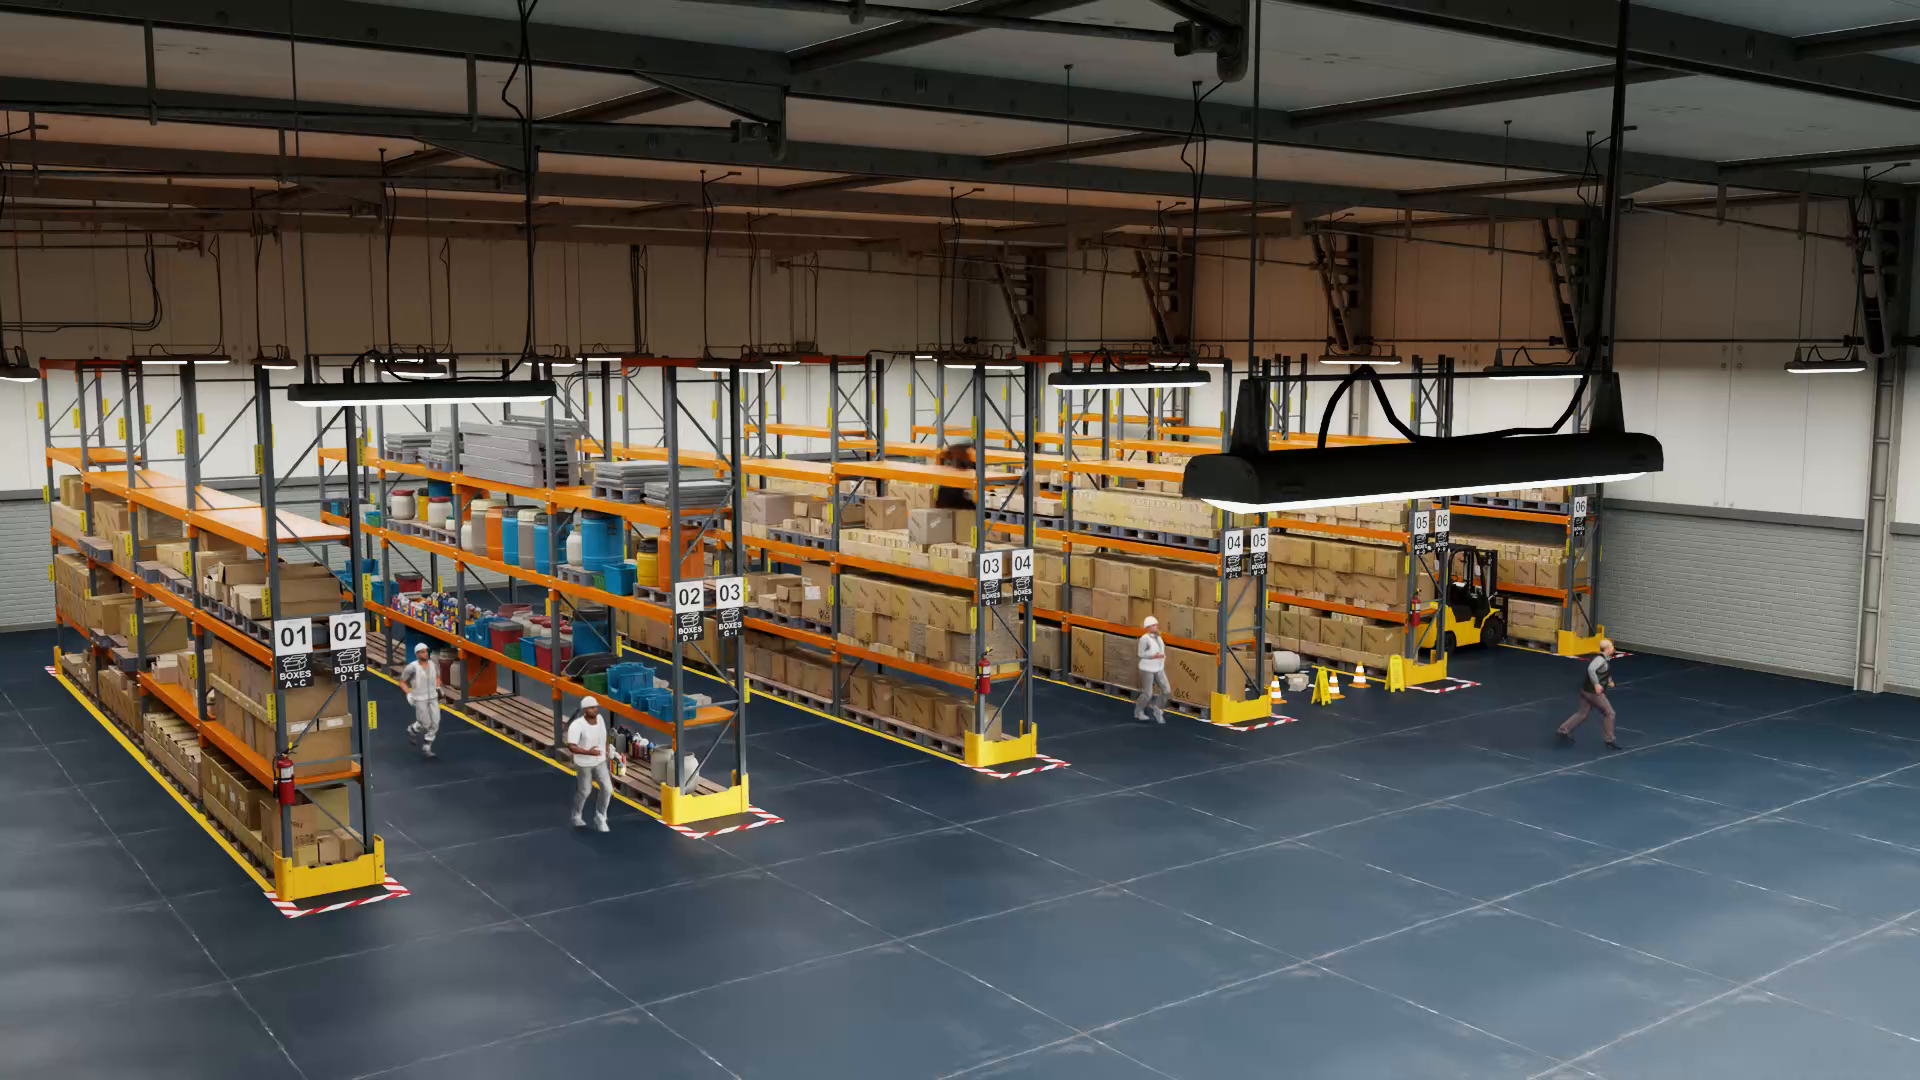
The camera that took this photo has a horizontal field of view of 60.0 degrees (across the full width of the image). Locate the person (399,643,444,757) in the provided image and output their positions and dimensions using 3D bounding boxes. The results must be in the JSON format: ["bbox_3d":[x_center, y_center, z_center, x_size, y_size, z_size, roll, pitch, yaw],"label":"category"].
[{"bbox_3d":[-8.193,2.432,25.390,0.605,1.743,0.657,6,9,41],"label":"person"}]

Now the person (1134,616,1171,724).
[{"bbox_3d":[3.186,2.175,27.467,0.642,1.833,0.687,-6,9,-42],"label":"person"}]

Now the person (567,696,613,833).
[{"bbox_3d":[-4.740,2.911,21.433,0.737,1.835,0.721,6,9,42],"label":"person"}]

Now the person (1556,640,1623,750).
[{"bbox_3d":[9.817,2.397,25.823,0.976,1.712,0.690,2,7,12],"label":"person"}]
